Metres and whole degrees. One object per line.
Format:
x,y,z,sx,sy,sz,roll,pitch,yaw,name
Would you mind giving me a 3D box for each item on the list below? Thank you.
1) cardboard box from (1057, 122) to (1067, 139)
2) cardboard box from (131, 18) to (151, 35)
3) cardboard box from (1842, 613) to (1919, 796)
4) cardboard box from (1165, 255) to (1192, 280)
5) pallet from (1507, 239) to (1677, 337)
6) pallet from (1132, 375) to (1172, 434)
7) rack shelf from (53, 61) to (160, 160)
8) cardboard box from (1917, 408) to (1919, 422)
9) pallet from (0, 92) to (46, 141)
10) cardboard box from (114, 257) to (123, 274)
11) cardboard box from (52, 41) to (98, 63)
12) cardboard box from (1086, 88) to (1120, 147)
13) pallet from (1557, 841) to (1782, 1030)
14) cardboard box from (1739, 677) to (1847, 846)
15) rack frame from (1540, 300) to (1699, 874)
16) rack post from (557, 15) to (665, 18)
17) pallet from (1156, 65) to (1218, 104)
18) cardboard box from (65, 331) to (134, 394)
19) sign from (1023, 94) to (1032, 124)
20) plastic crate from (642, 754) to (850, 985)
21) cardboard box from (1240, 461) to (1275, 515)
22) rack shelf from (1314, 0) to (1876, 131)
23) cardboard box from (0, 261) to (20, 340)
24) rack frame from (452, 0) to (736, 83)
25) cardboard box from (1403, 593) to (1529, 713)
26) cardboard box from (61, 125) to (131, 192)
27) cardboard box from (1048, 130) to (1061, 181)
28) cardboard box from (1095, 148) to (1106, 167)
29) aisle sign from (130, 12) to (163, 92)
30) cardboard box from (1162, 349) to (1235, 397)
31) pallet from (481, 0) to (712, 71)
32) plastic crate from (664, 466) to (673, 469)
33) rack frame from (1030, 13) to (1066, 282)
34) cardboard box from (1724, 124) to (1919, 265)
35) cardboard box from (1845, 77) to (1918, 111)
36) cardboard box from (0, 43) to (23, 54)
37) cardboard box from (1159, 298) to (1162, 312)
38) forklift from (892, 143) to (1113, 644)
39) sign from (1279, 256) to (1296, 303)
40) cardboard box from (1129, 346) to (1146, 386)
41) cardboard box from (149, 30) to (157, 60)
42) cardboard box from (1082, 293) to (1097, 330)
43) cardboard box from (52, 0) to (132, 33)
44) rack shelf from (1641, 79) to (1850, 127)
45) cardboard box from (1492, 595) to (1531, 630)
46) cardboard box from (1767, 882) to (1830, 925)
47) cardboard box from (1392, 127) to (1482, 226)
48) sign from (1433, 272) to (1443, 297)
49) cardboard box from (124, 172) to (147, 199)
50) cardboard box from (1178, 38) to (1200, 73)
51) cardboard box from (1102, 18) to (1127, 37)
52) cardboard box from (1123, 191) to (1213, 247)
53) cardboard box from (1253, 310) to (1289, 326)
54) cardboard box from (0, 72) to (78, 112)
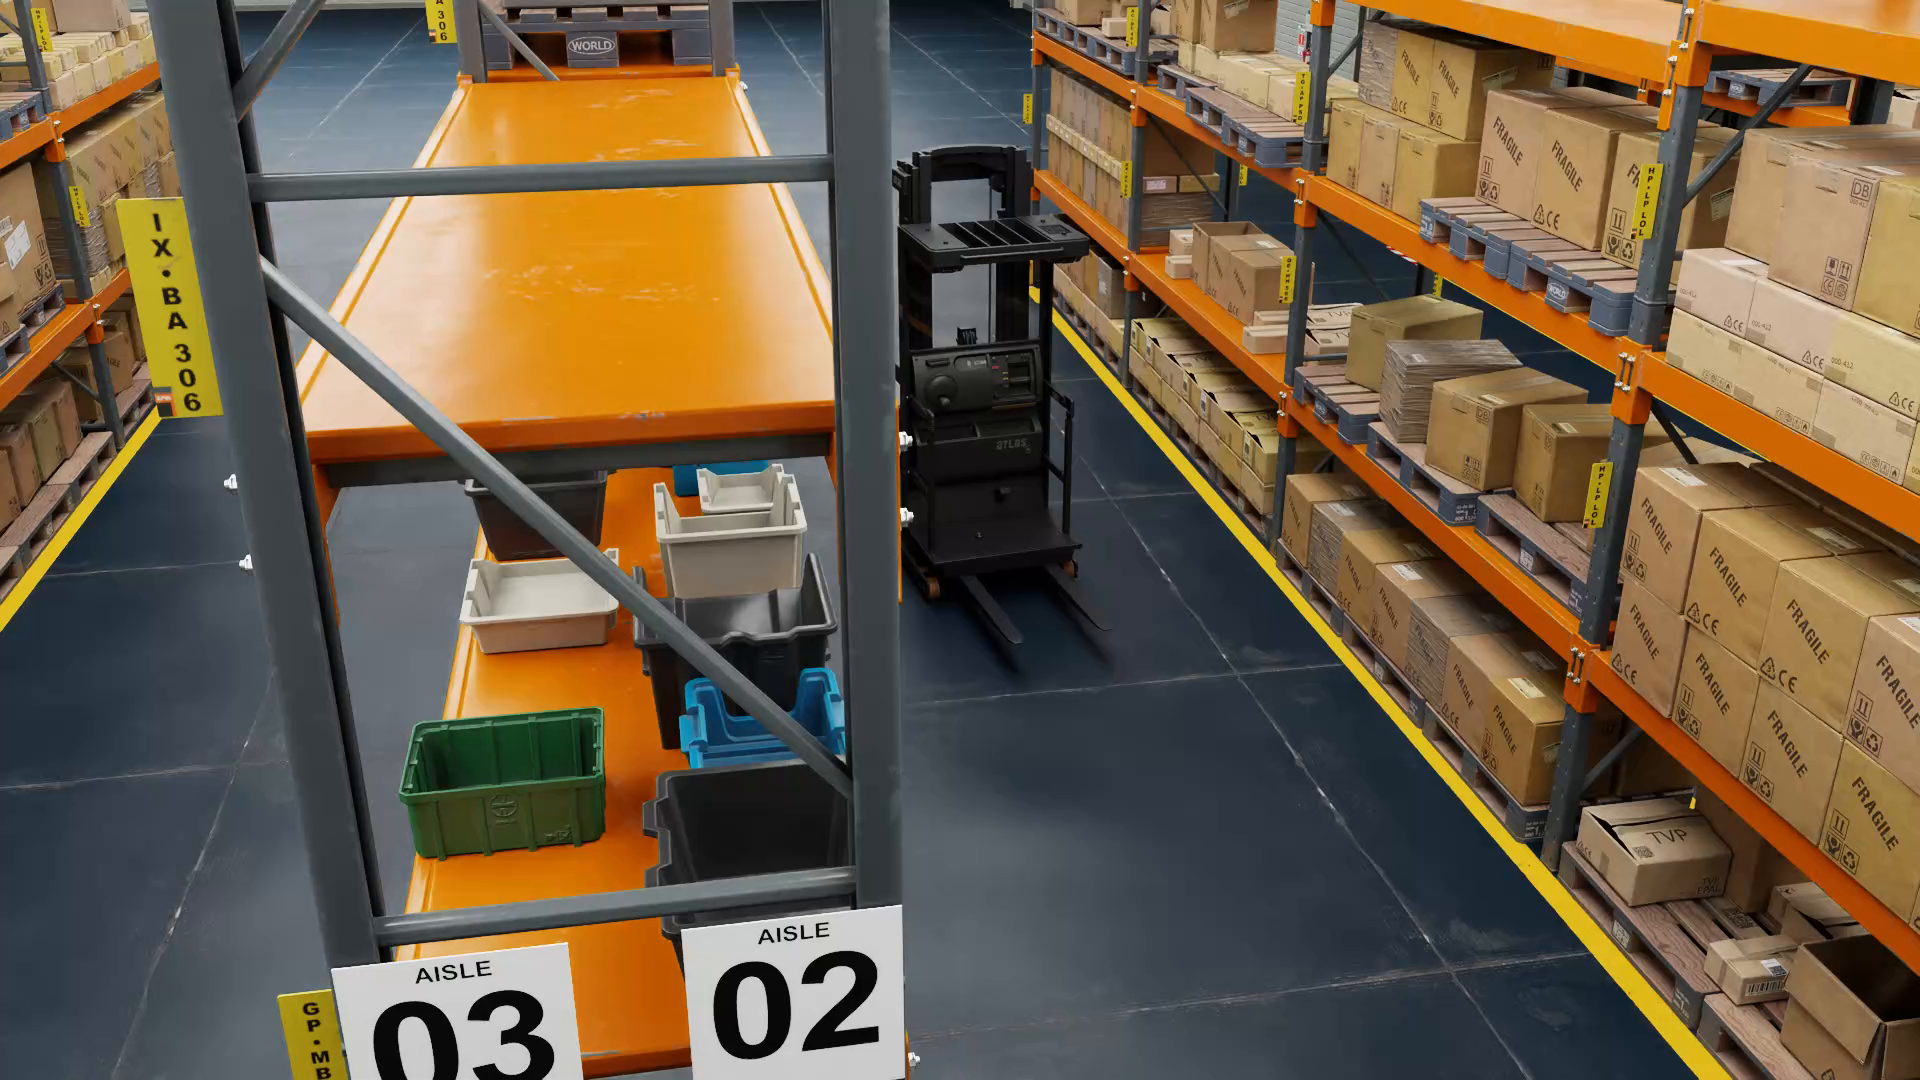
1.263,-4.409,17.905,0.380,0.149,0.250,-4,24,-10,cardboard box
-7.981,-4.898,15.902,0.380,0.149,0.250,-5,24,-12,cardboard box
3.623,0.592,6.015,0.500,0.500,0.500,-4,24,-8,cardboard box
2.009,-2.386,14.522,0.380,0.149,0.250,-4,24,-10,cardboard box
3.474,-1.268,8.136,1.213,0.211,1.003,-4,24,-10,pallet
2.220,-1.300,15.205,1.003,0.211,1.213,-4,24,-10,pallet
-8.060,-3.965,14.974,1.077,0.370,4.000,-4,24,-10,rack shelf
3.639,-0.453,5.596,0.500,0.250,0.500,-4,24,-10,cardboard box
-7.681,-3.171,12.492,1.213,0.211,1.003,-4,24,-10,pallet
-7.597,-2.418,14.595,0.380,0.149,0.250,-4,24,-10,cardboard box
-7.644,-4.185,14.268,0.380,0.149,0.250,-5,24,-11,cardboard box
1.679,-4.271,16.779,0.700,0.500,0.500,-4,24,-10,cardboard box
3.651,1.830,8.039,1.003,0.211,1.213,-4,24,-10,pallet
3.540,0.855,6.663,0.500,0.500,0.500,-4,24,-10,cardboard box
3.525,0.282,8.099,1.000,3.000,0.127,-4,24,-10,rack frame
-1.843,-2.660,7.964,0.937,0.300,0.954,-2,24,-4,rack post
2.222,-3.806,13.950,0.805,0.209,1.217,-5,24,-12,pallet
-7.838,-1.565,14.927,0.500,0.500,0.500,3,24,7,cardboard box
0.760,-4.832,18.629,0.100,0.325,0.005,-4,24,-10,sign
-0.401,0.734,3.481,0.497,0.269,0.590,-4,24,-10,plastic crate
2.449,-0.413,12.601,0.500,0.250,0.500,-4,24,-8,cardboard box
3.155,-2.741,8.924,1.077,0.370,4.000,-4,24,-10,rack shelf
-7.279,-1.698,11.979,0.797,0.503,0.637,-2,24,-4,cardboard box
-1.343,-2.102,6.063,1.000,3.000,0.127,-4,24,-10,rack frame
2.977,0.661,9.806,0.500,0.500,0.500,-4,24,-9,cardboard box
-7.710,-3.363,14.698,0.500,0.500,0.500,-4,24,-10,cardboard box
1.380,-4.299,18.464,0.700,0.500,0.500,-4,24,-10,cardboard box
1.552,-3.799,16.507,0.380,0.149,0.250,-4,24,-8,cardboard box
-8.147,-4.944,16.818,0.394,0.787,0.004,-4,24,-10,aisle sign
2.062,-1.472,14.326,0.500,0.311,0.500,-5,24,-11,cardboard box
-1.527,-2.156,6.920,1.003,0.211,1.213,-4,24,-10,pallet
-0.968,-0.486,6.375,0.450,0.188,0.662,-4,24,-10,plastic crate
1.306,-4.438,18.907,1.000,3.000,0.127,-4,24,-10,rack frame
3.653,-1.408,6.847,0.700,0.500,0.500,-4,24,-10,cardboard box
7.504,-3.607,13.103,0.797,0.503,0.637,-1,24,-2,cardboard box
-8.177,-4.146,14.179,0.380,0.149,0.250,-3,24,-8,cardboard box
2.168,-2.543,16.540,0.500,0.500,0.500,-4,24,-10,cardboard box
0.192,-1.105,11.361,1.130,2.935,3.031,-7,25,-16,forklift
2.241,-1.780,11.373,0.100,0.325,0.005,-4,24,-10,sign
1.877,-1.620,15.365,0.500,0.250,0.500,-5,24,-11,cardboard box
-8.091,-4.842,16.270,0.500,0.250,0.500,-4,24,-9,cardboard box
1.556,-2.356,17.051,0.500,0.250,0.500,-4,24,-10,cardboard box
-7.895,-4.901,15.098,0.500,0.500,0.500,-4,24,-10,cardboard box
7.283,-3.491,13.889,1.077,0.370,4.000,-4,24,-10,rack shelf
3.481,0.611,9.918,0.500,0.500,0.500,-4,24,-9,cardboard box
4.038,1.733,7.789,0.380,0.149,0.250,-4,24,-10,cardboard box
3.090,-2.138,9.767,0.910,0.500,0.500,-4,24,-10,cardboard box
3.317,-1.830,11.586,0.100,0.325,0.005,-4,24,-10,sign
-8.014,-3.085,15.312,0.875,0.500,0.500,-4,24,-10,cardboard box
2.150,-4.120,14.093,0.500,0.250,0.500,-2,24,-4,cardboard box
1.554,-4.835,15.682,0.380,0.149,0.250,-4,24,-10,cardboard box
1.958,-3.085,15.683,0.700,0.500,0.500,-5,24,-11,cardboard box
2.494,-1.674,12.891,0.380,0.149,0.250,-3,24,-6,cardboard box
-7.522,-3.635,13.507,0.500,0.250,0.500,-5,24,-12,cardboard box
